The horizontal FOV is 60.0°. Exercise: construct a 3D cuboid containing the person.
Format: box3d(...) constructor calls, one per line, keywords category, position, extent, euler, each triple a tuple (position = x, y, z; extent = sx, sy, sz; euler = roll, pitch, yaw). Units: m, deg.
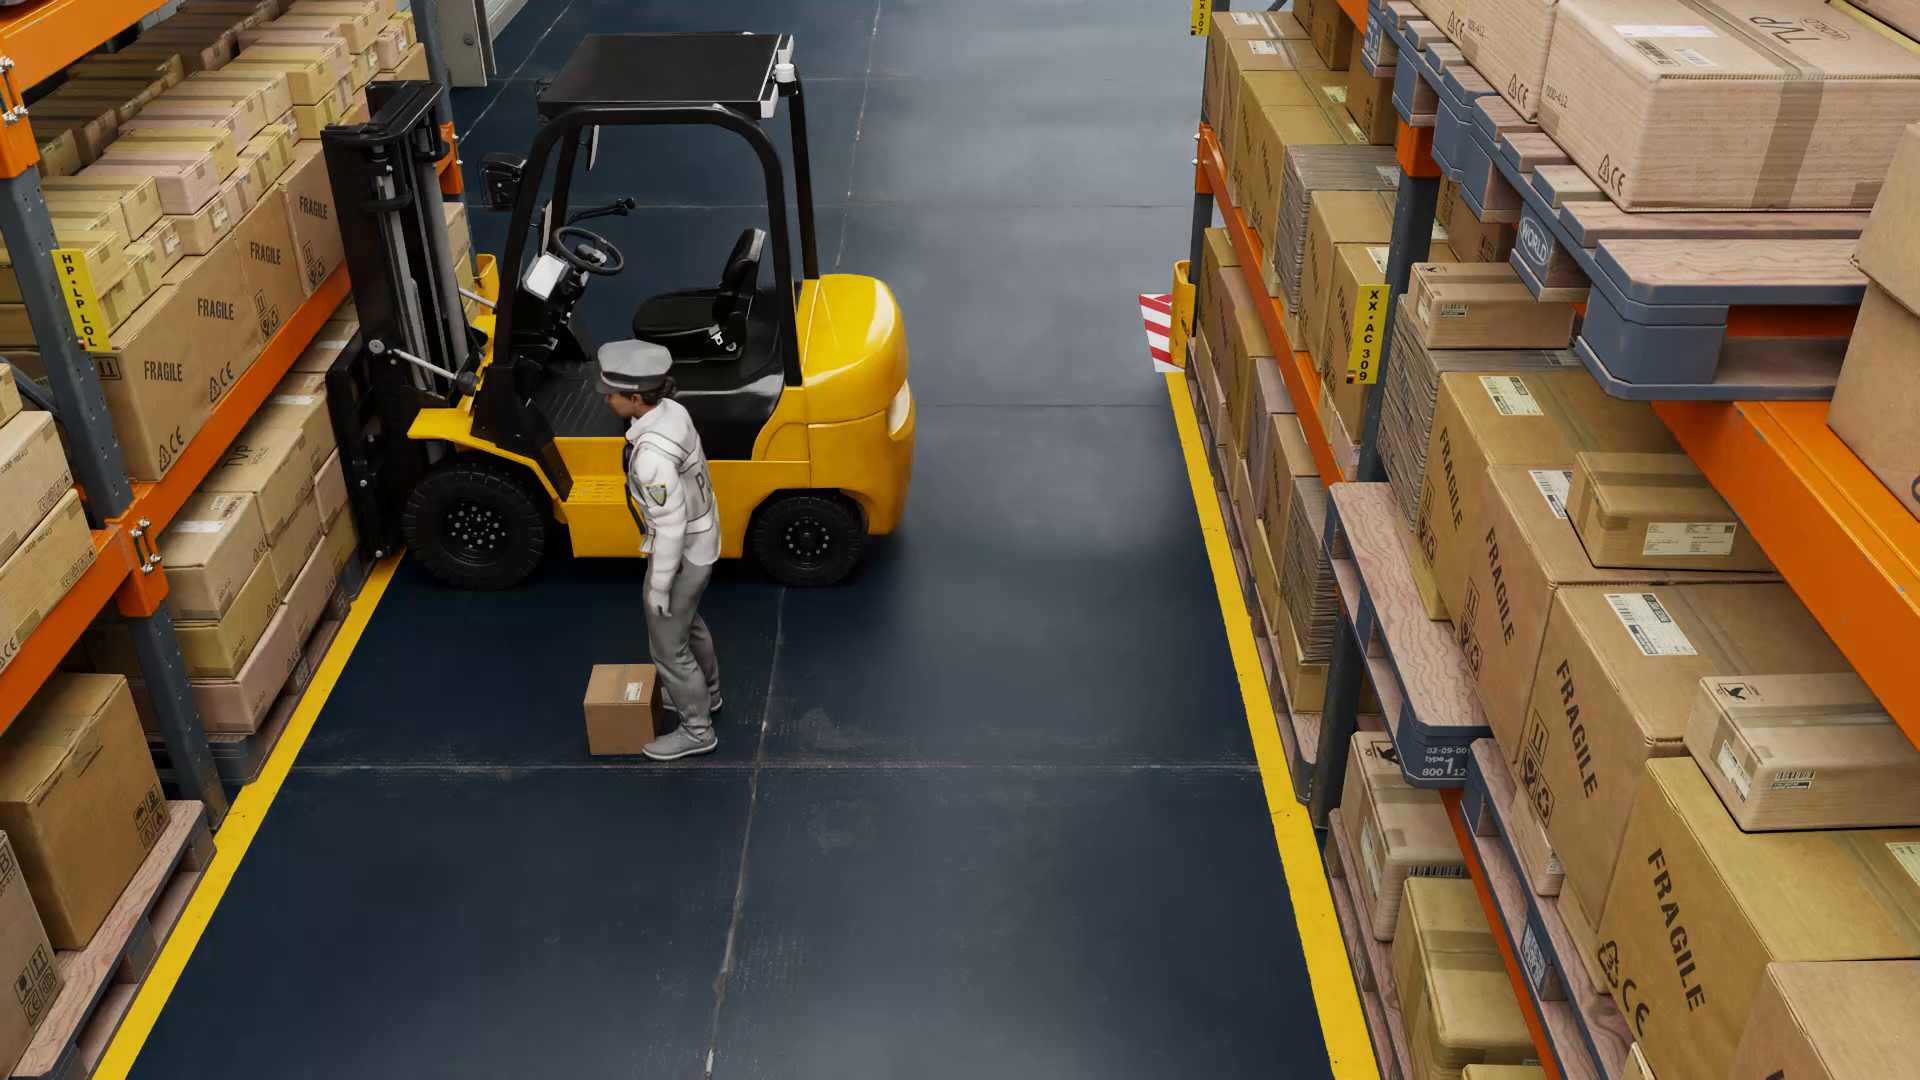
box3d(category="person", position=(-1.053, 0.052, 6.047), extent=(0.374, 1.665, 0.546), euler=(-2, 32, -3))
